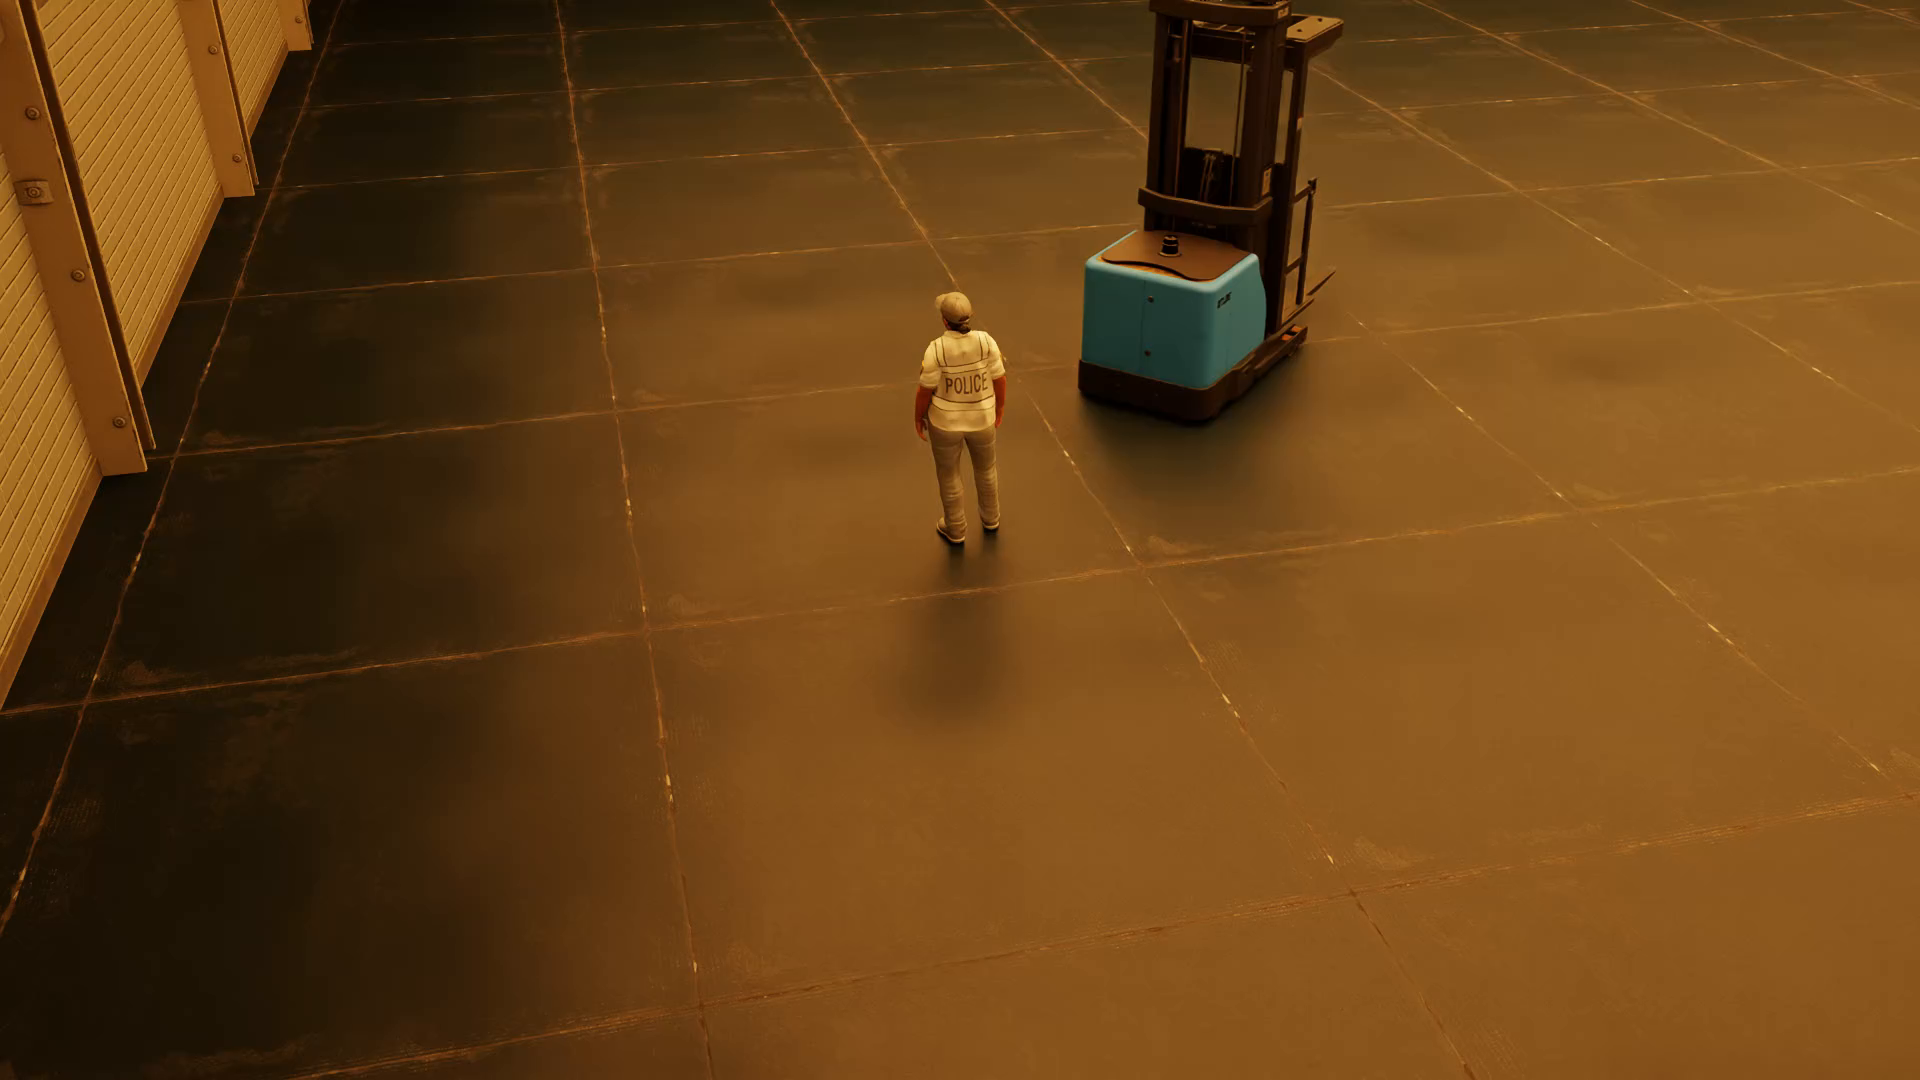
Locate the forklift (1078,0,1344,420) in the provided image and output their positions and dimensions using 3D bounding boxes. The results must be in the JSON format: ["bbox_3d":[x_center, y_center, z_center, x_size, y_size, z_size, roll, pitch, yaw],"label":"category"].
[{"bbox_3d":[2.084,-2.818,12.443,1.130,2.935,3.031,17,34,27],"label":"forklift"}]

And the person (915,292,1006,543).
[{"bbox_3d":[0.004,-0.768,10.148,0.599,1.670,0.529,-7,31,-12],"label":"person"}]
